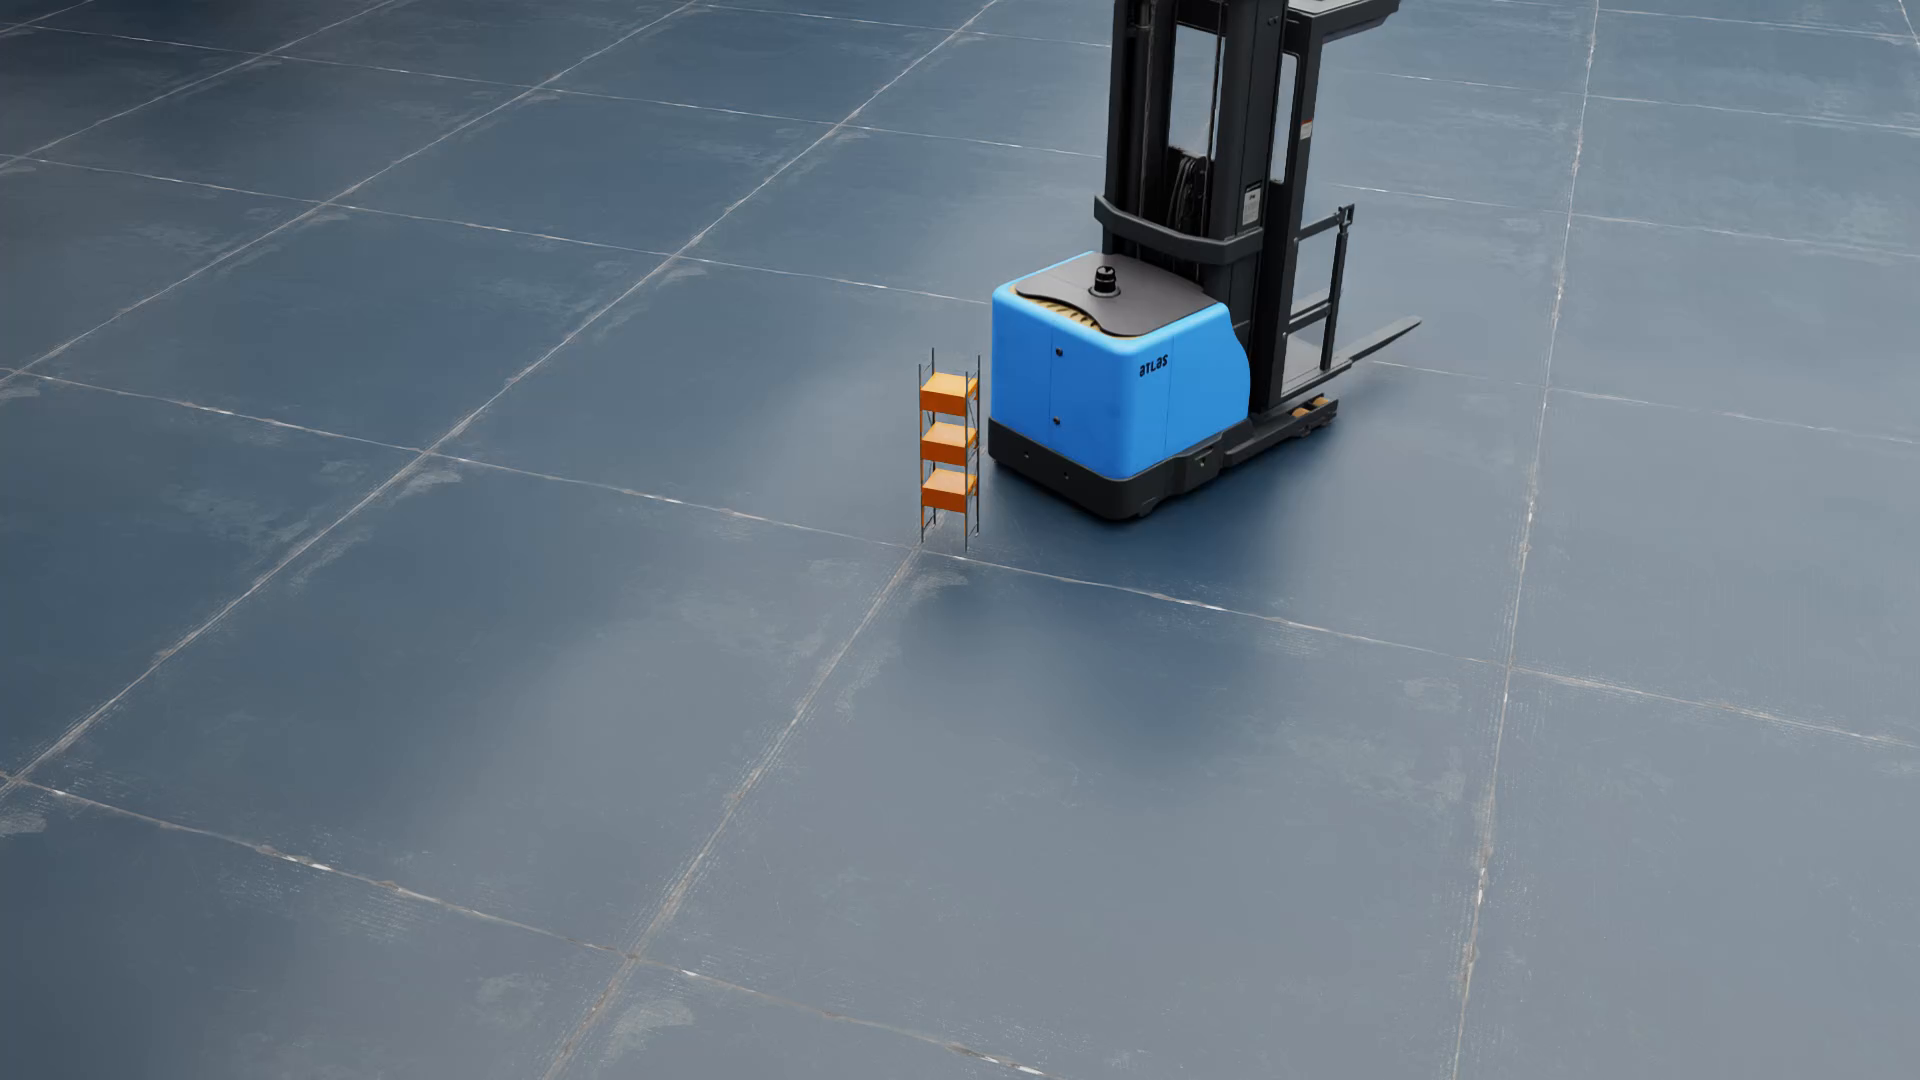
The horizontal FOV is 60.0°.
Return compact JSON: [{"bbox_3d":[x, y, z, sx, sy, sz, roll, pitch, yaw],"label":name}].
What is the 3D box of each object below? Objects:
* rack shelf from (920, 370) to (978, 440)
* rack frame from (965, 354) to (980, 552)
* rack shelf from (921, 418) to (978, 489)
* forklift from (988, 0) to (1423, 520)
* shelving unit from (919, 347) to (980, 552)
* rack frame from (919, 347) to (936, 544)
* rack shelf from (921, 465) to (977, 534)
[{"bbox_3d":[-0.050,-0.680,8.332,0.240,0.259,0.215,11,34,16],"label":"rack shelf"},{"bbox_3d":[0.064,-0.429,8.446,0.008,1.050,0.200,11,34,16],"label":"rack frame"},{"bbox_3d":[-0.050,-0.442,8.486,0.240,0.259,0.215,11,34,16],"label":"rack shelf"},{"bbox_3d":[1.583,-2.019,9.174,3.031,2.935,1.130,-26,41,-35],"label":"forklift"},{"bbox_3d":[-0.050,-0.451,8.480,0.252,1.050,0.215,11,34,16],"label":"shelving unit"},{"bbox_3d":[-0.165,-0.473,8.515,0.008,1.050,0.200,11,34,16],"label":"rack frame"},{"bbox_3d":[-0.050,-0.208,8.637,0.240,0.259,0.215,11,34,16],"label":"rack shelf"}]
